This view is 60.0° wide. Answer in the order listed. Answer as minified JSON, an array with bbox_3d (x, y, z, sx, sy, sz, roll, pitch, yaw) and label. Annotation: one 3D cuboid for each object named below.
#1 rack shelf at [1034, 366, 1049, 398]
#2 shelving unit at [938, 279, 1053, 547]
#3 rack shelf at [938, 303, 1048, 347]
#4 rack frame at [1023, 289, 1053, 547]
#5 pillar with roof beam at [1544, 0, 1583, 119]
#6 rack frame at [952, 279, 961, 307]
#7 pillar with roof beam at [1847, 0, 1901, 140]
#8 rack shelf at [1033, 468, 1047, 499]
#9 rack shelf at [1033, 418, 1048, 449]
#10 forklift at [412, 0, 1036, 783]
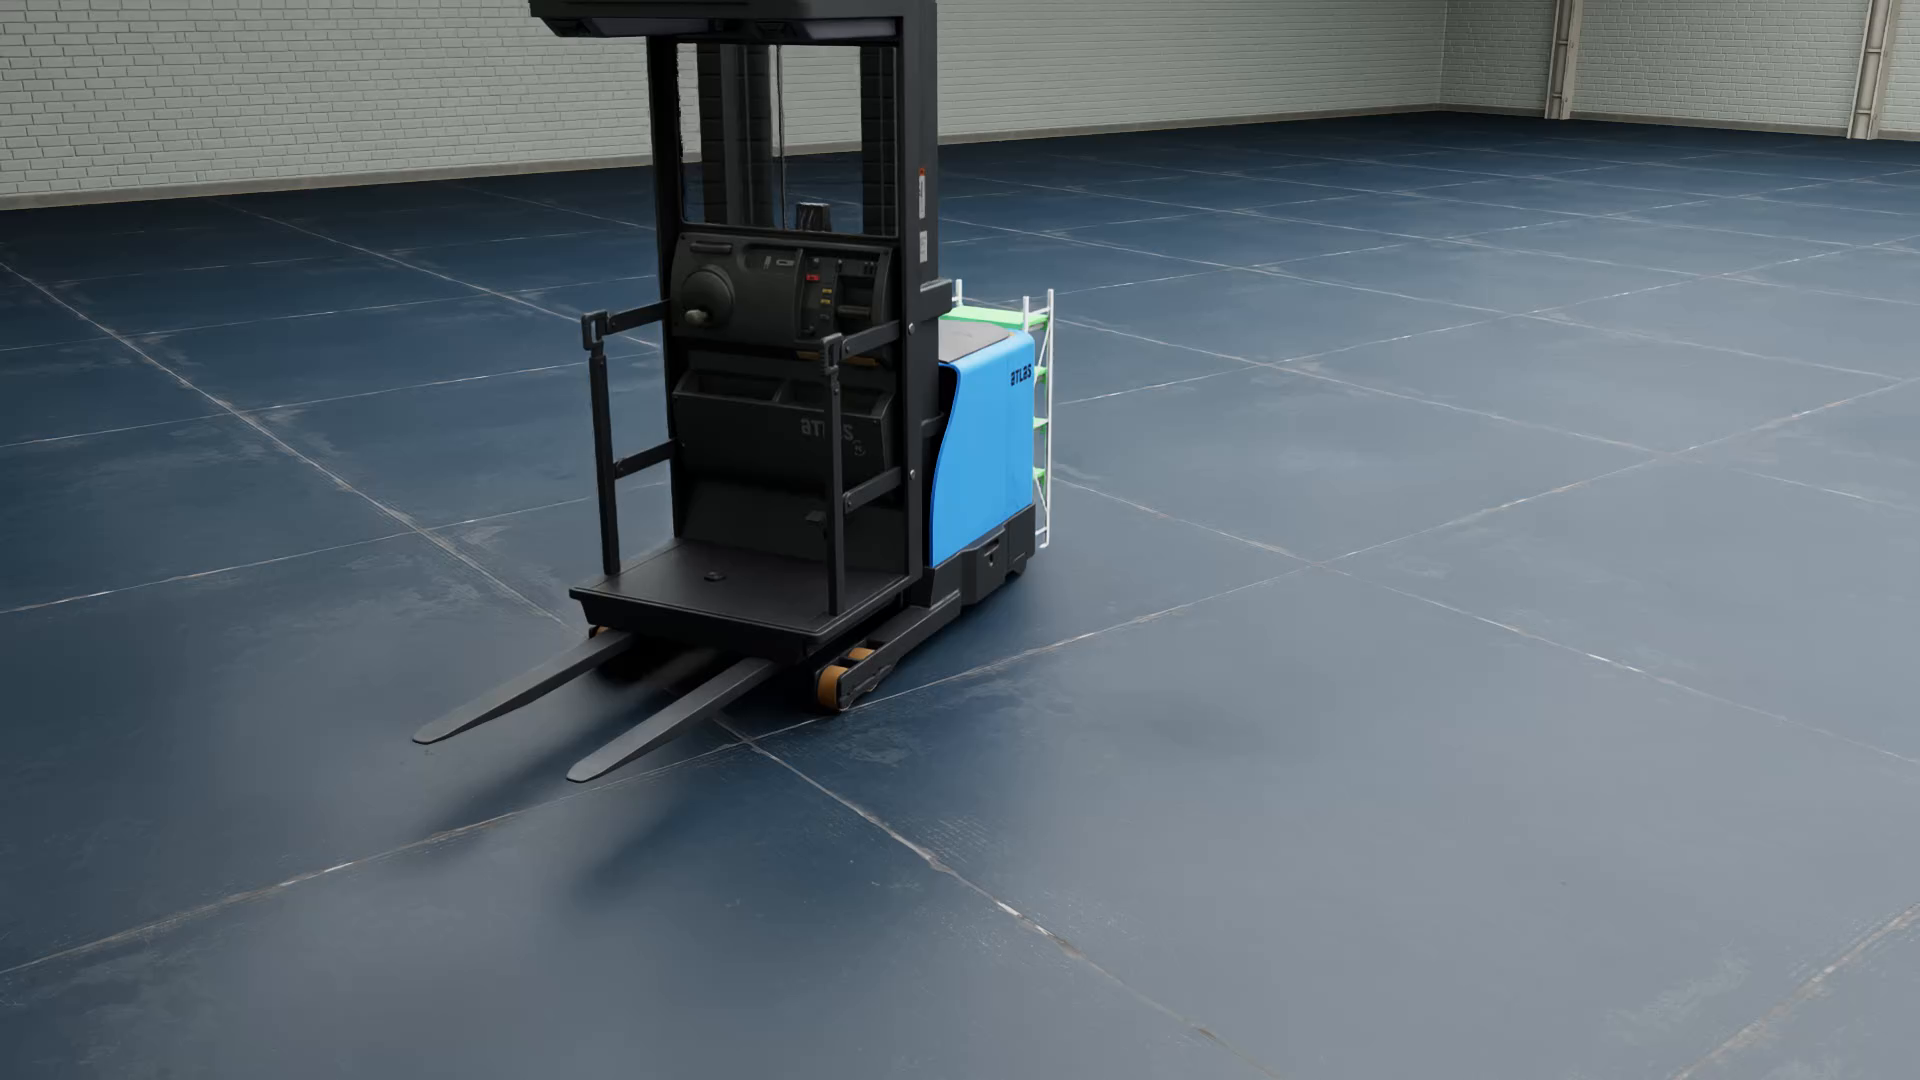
[{"bbox_3d":[0.140,-0.727,7.590,0.480,0.148,0.258,11,21,31],"label":"rack shelf"},{"bbox_3d":[0.140,-0.560,7.645,0.503,1.200,0.258,11,21,31],"label":"shelving unit"},{"bbox_3d":[0.140,-0.955,7.514,0.480,0.148,0.258,11,21,31],"label":"rack shelf"},{"bbox_3d":[0.345,-0.519,7.520,0.015,1.200,0.240,11,21,31],"label":"rack frame"},{"bbox_3d":[8.670,-11.932,29.582,9.100,9.000,0.400,-14,23,-36],"label":"pillar with roof beam"},{"bbox_3d":[-0.065,-0.601,7.770,0.015,1.200,0.240,11,21,31],"label":"rack frame"},{"bbox_3d":[12.395,-10.454,25.117,9.100,9.000,0.400,-14,23,-36],"label":"pillar with roof beam"},{"bbox_3d":[0.140,-0.271,7.740,0.480,0.148,0.258,11,21,31],"label":"rack shelf"},{"bbox_3d":[0.140,-0.499,7.665,0.480,0.148,0.258,11,21,31],"label":"rack shelf"},{"bbox_3d":[-0.765,-0.930,6.008,1.130,2.935,3.031,9,20,25],"label":"forklift"}]
